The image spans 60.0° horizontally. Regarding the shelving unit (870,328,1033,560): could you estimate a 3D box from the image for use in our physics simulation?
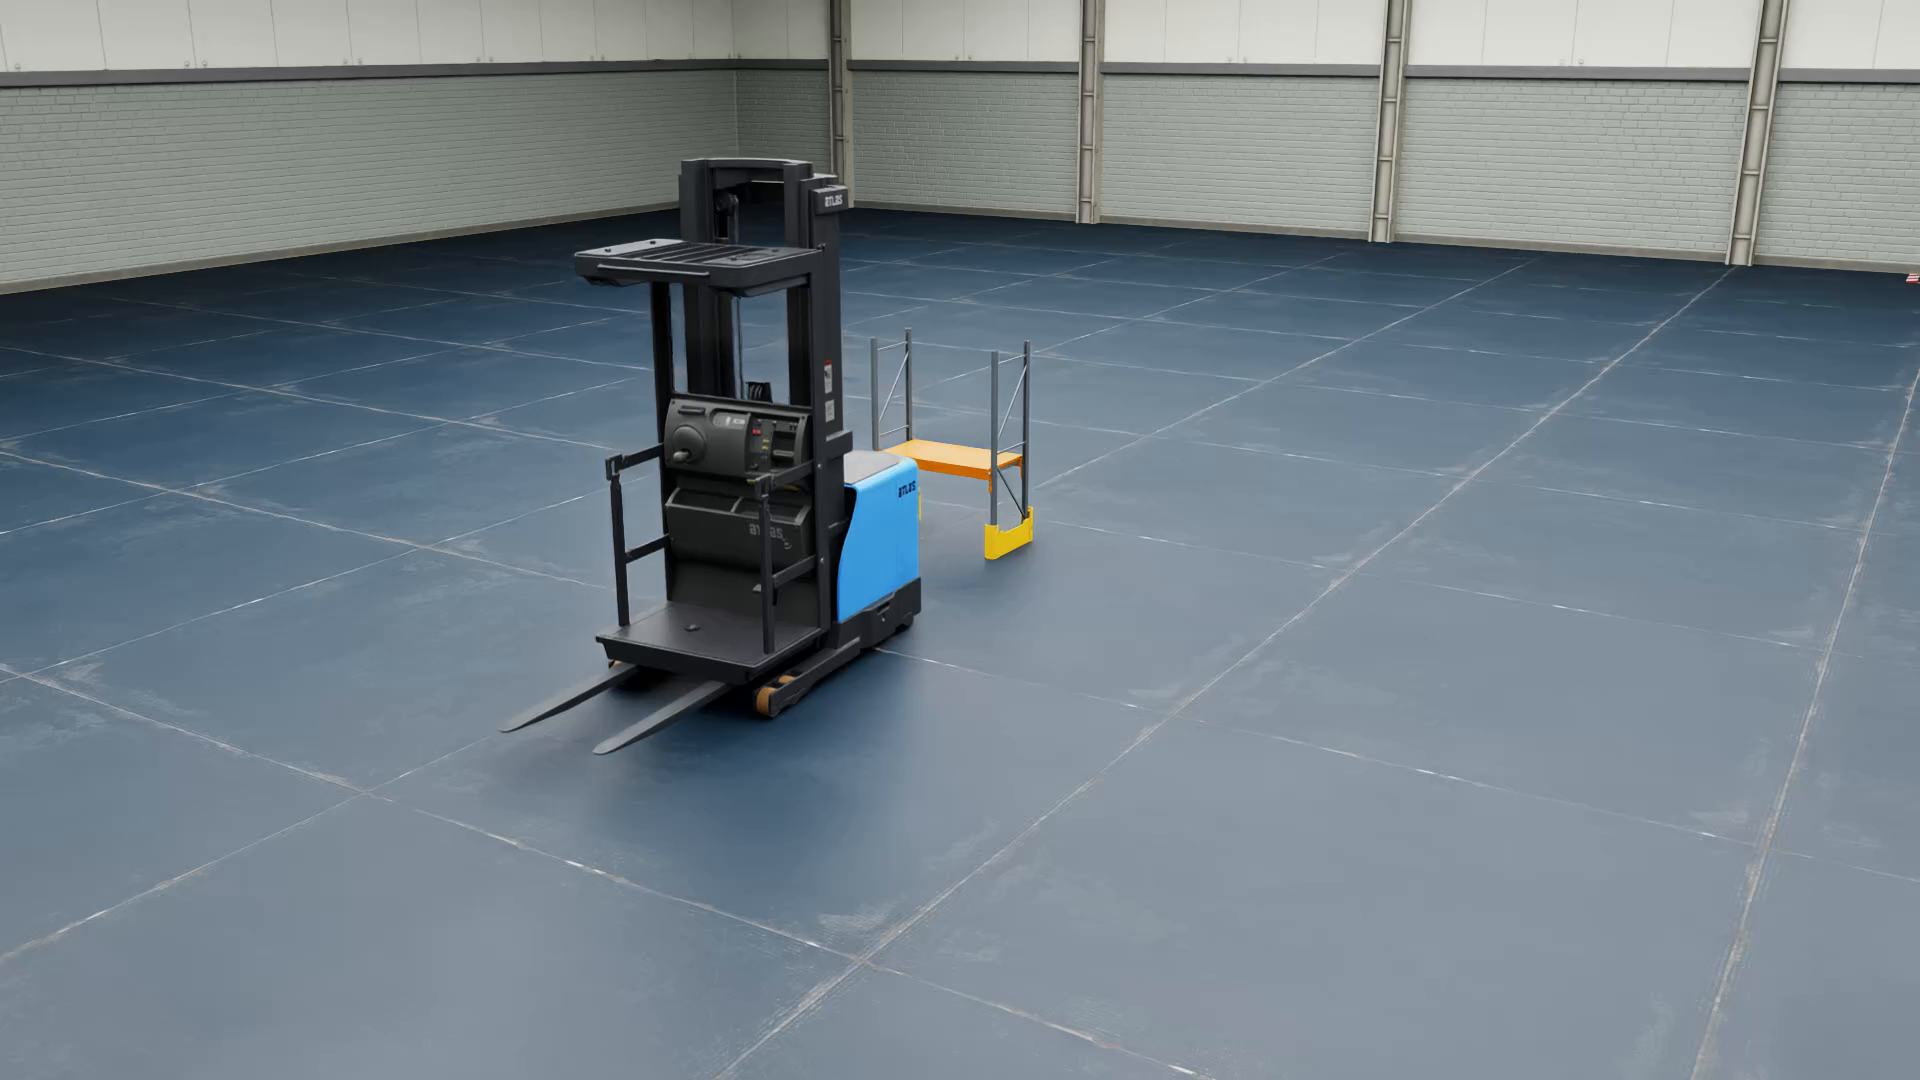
[{"bbox_3d":[-0.065,-0.729,12.201,1.083,1.500,0.587,10,20,30],"label":"shelving unit"}]

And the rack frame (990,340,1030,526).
[{"bbox_3d":[0.360,-0.653,11.951,0.032,1.500,0.500,10,20,30],"label":"rack frame"}]

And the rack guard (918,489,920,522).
[{"bbox_3d":[-0.489,-0.207,12.632,0.087,0.250,0.587,10,20,30],"label":"rack guard"}]

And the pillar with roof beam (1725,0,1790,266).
[{"bbox_3d":[10.534,-7.767,22.468,0.400,9.000,9.100,10,20,30],"label":"pillar with roof beam"}]

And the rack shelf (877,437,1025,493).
[{"bbox_3d":[-0.073,-0.558,12.258,1.000,0.185,0.538,10,20,30],"label":"rack shelf"}]

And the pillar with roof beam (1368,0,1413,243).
[{"bbox_3d":[5.422,-8.679,25.472,0.400,9.000,9.100,10,20,30],"label":"pillar with roof beam"}]

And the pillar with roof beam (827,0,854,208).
[{"bbox_3d":[-4.804,-10.505,31.481,0.400,9.000,9.100,10,20,30],"label":"pillar with roof beam"}]

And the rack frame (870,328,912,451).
[{"bbox_3d":[-0.506,-0.808,12.461,0.032,1.500,0.500,10,20,30],"label":"rack frame"}]

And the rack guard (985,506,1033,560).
[{"bbox_3d":[0.359,-0.055,12.134,0.087,0.250,0.587,10,20,30],"label":"rack guard"}]

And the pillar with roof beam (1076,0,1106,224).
[{"bbox_3d":[0.309,-9.592,28.477,0.400,9.000,9.100,10,20,30],"label":"pillar with roof beam"}]

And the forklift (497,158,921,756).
[{"bbox_3d":[-1.366,-0.573,9.225,1.130,2.935,3.031,8,19,26],"label":"forklift"}]
